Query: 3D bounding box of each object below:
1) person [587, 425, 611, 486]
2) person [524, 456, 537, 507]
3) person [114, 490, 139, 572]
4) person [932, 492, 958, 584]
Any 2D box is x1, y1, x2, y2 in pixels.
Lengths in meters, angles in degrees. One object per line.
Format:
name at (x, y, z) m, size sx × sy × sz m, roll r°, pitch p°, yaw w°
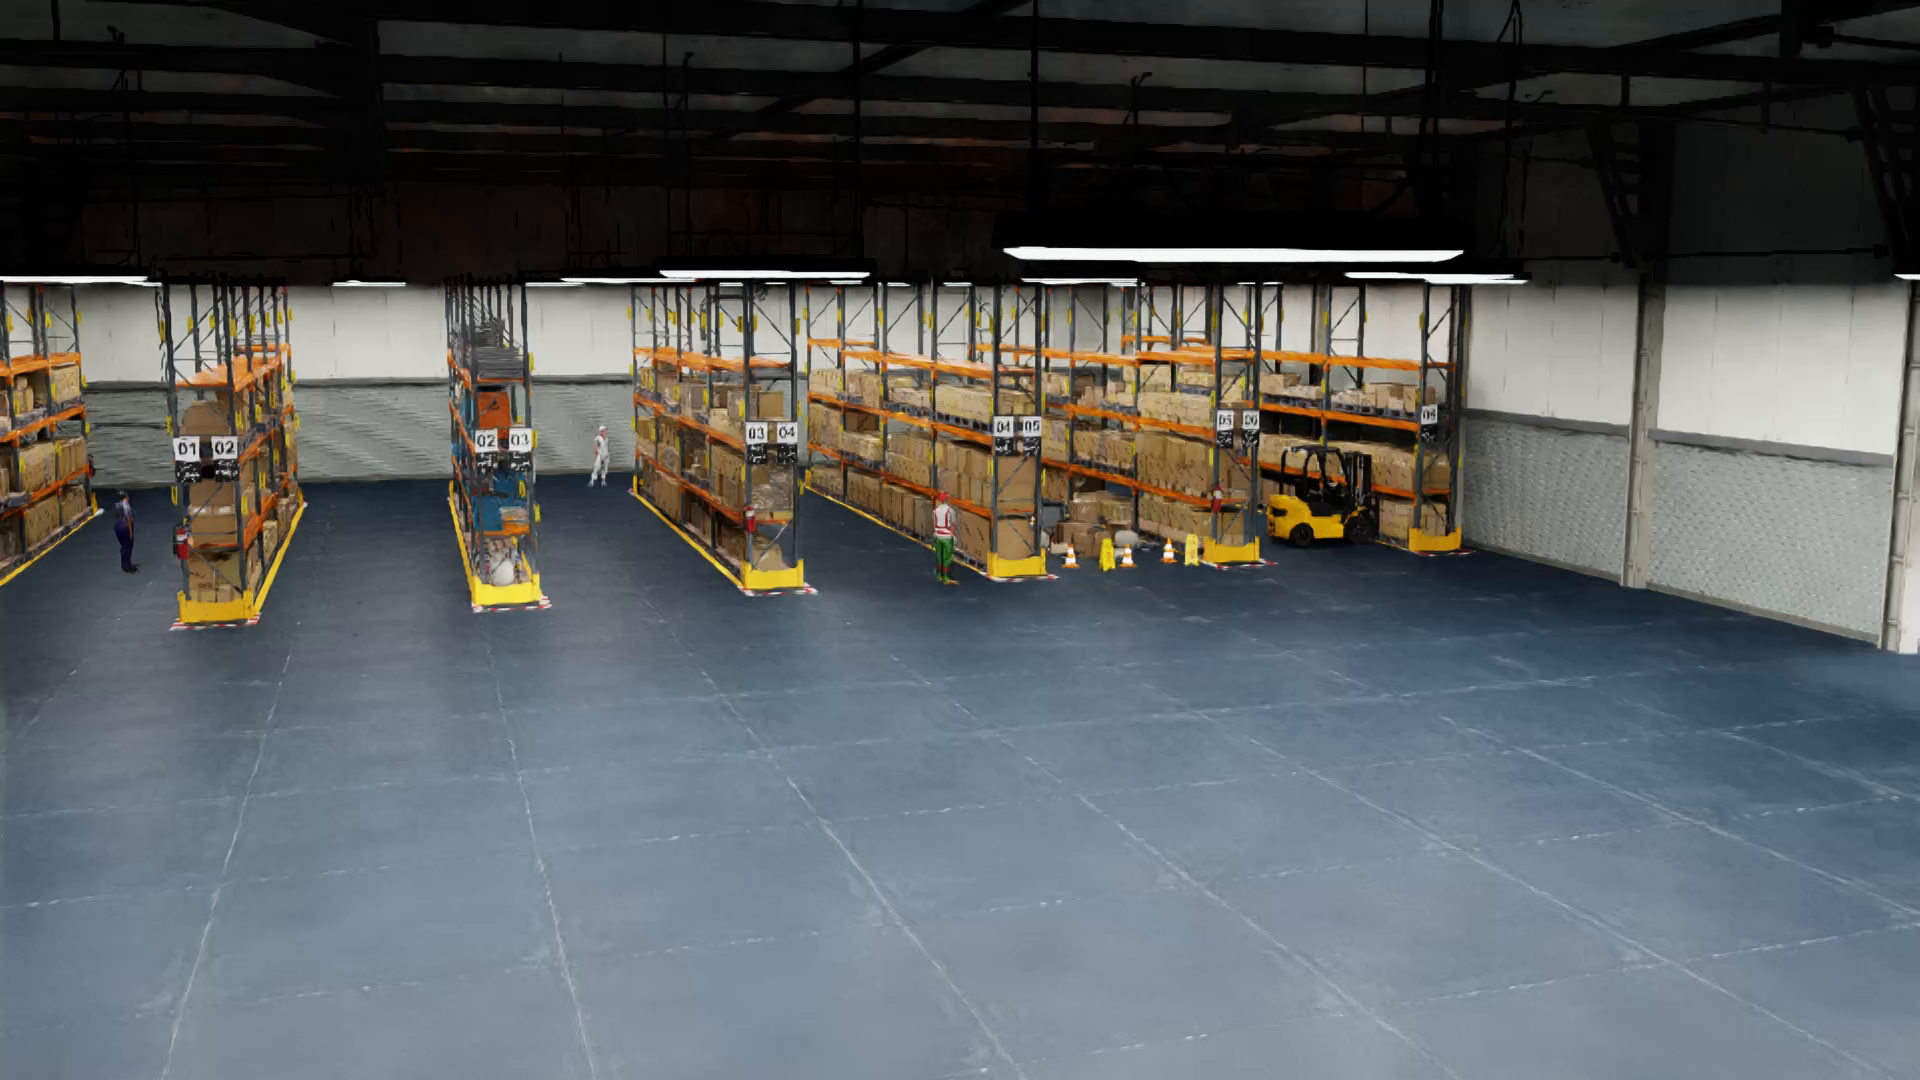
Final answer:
person at (-10.498, -2.430, 48.264) m, size 0.495 × 1.786 × 0.721 m, roll 5°, pitch 10°, yaw 28°
person at (-11.299, -1.712, 43.713) m, size 0.365 × 1.686 × 0.602 m, roll -4°, pitch 10°, yaw -25°
person at (-16.967, -0.200, 33.884) m, size 0.530 × 1.653 × 0.430 m, roll 8°, pitch 12°, yaw 42°
person at (-0.269, -0.060, 32.439) m, size 0.598 × 1.792 × 0.442 m, roll 7°, pitch 11°, yaw 40°
